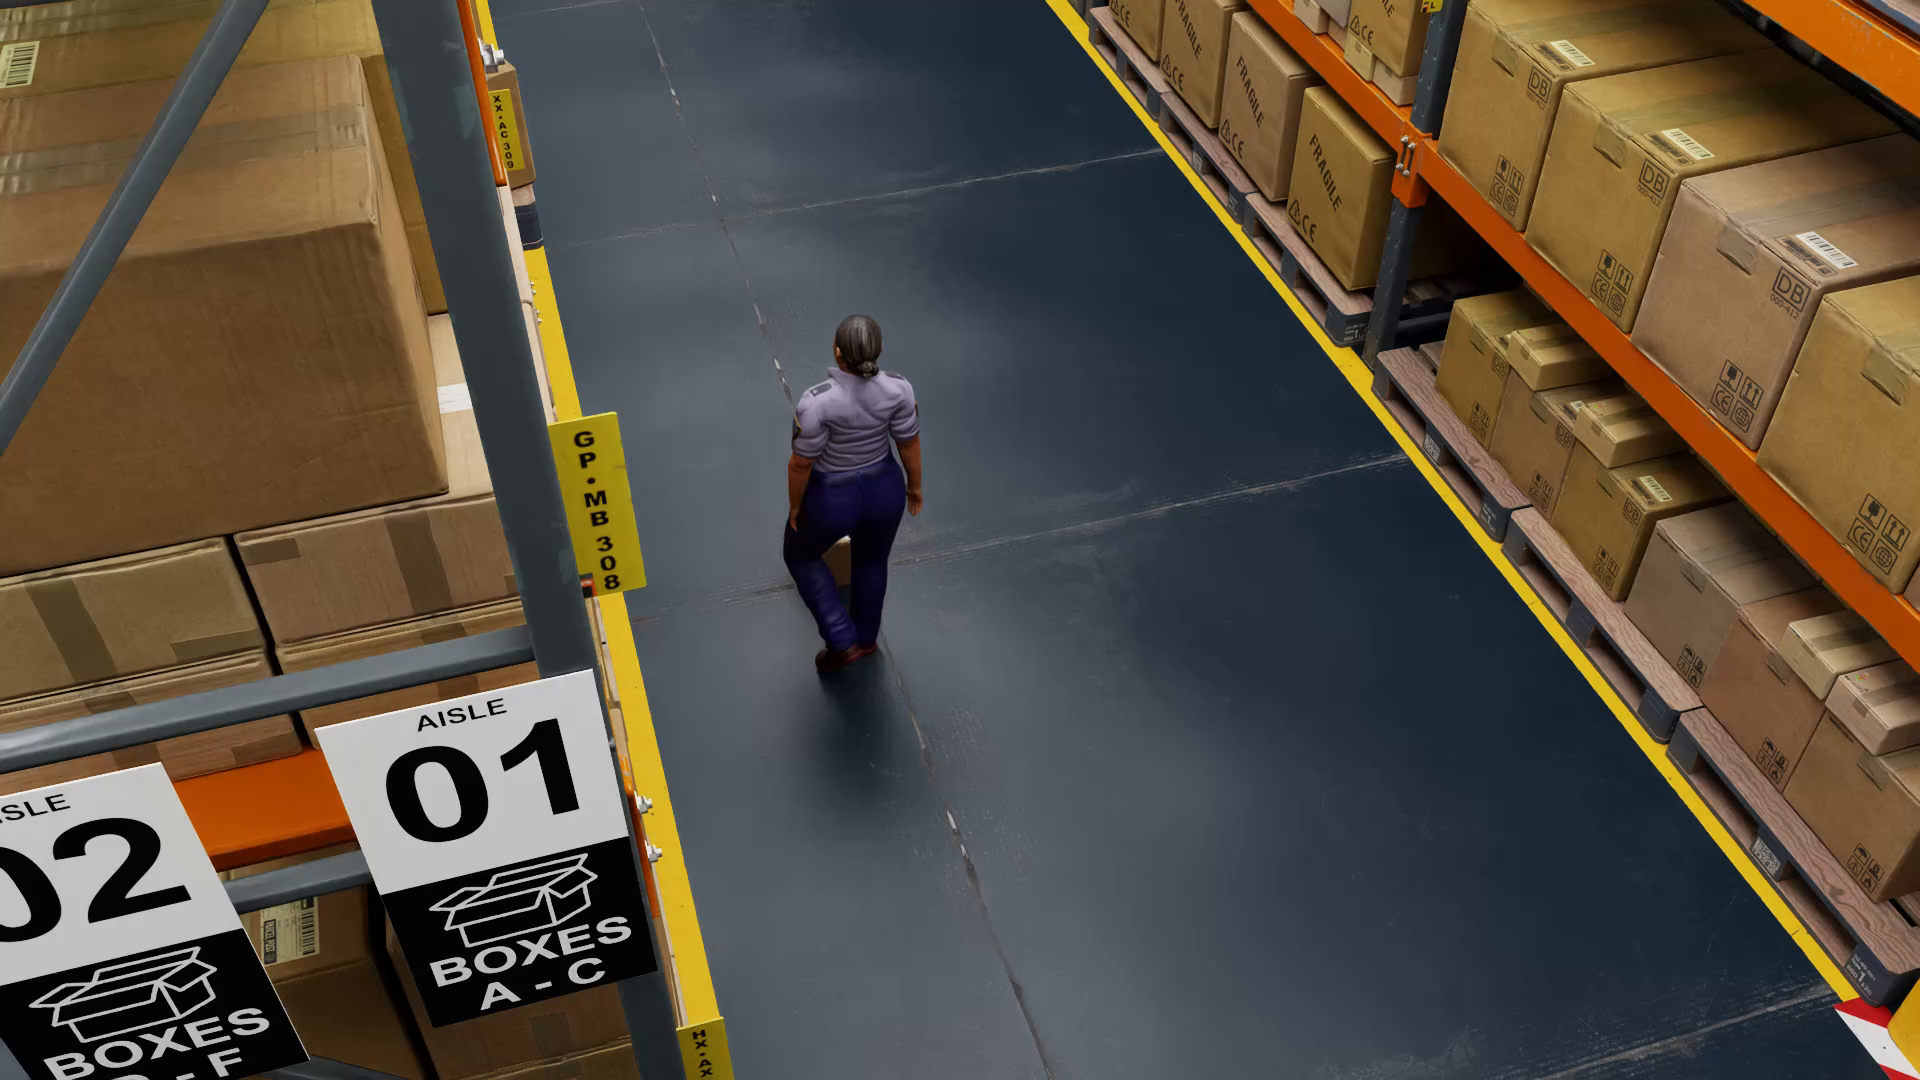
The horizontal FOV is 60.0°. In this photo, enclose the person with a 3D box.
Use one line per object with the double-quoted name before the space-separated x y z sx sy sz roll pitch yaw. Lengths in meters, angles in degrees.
"person" -0.402 -0.165 6.349 0.538 1.646 0.461 -16 45 -17
